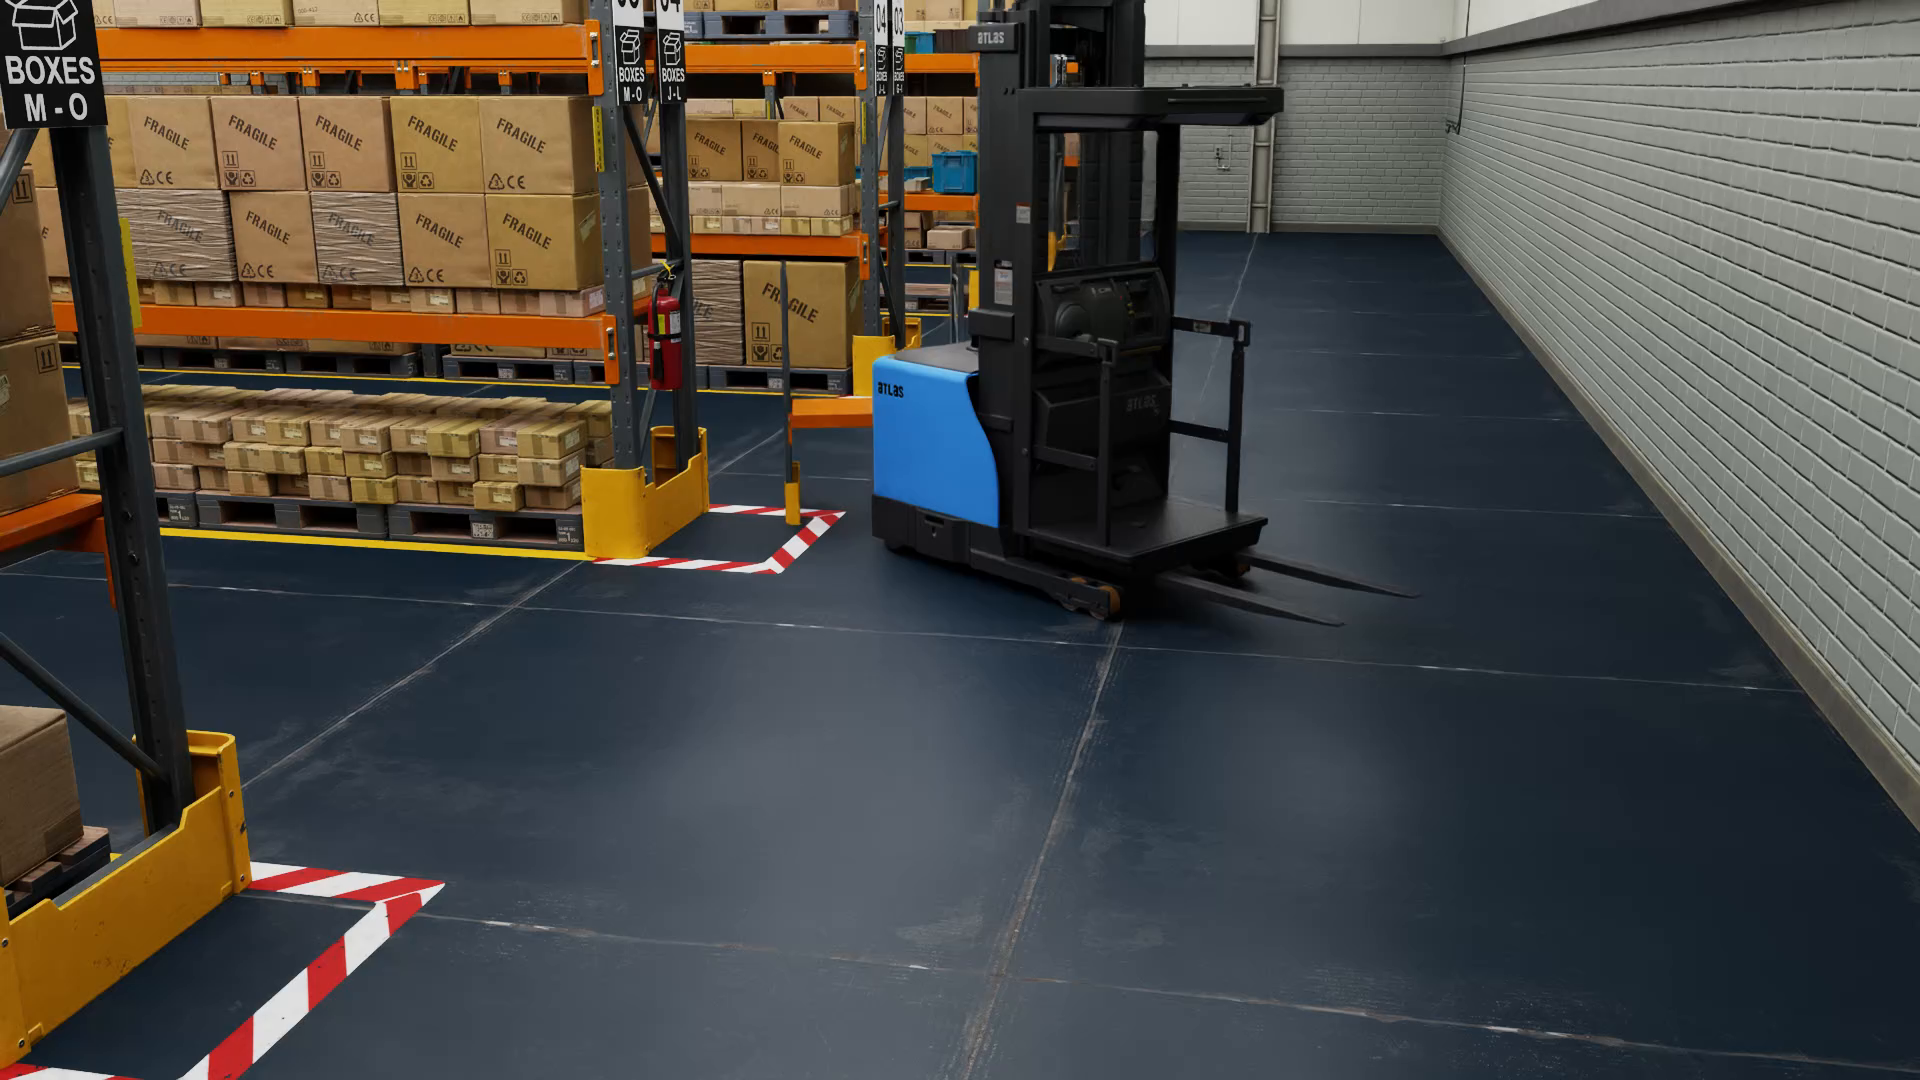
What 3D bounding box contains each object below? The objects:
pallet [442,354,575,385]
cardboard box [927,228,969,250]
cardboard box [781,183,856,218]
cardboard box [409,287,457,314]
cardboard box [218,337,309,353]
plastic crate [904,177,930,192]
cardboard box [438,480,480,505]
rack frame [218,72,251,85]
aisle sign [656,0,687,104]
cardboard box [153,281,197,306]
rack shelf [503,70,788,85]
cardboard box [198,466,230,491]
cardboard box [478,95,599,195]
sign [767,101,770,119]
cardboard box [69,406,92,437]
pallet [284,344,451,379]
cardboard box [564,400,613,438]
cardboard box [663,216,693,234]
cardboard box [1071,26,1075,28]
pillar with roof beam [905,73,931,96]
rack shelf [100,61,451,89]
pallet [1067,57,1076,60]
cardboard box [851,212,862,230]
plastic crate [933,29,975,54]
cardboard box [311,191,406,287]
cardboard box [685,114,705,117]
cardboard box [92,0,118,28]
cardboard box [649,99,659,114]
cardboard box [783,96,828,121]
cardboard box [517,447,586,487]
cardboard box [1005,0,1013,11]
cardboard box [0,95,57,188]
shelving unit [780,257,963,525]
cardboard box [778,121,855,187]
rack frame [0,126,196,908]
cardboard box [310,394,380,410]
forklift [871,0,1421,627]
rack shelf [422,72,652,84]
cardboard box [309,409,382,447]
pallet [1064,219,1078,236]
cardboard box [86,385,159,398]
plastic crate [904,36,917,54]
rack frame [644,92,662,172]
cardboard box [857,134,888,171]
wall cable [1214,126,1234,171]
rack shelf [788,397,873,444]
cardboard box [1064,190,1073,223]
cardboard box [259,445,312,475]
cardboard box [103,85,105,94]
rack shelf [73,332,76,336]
[{"bbox_3d":[-3.830,-1.594,14.850,1.213,0.211,1.003,3,16,11],"label":"pallet"},{"bbox_3d":[-0.169,-4.287,23.675,0.500,0.250,0.500,3,16,11],"label":"cardboard box"},{"bbox_3d":[-1.168,-2.813,13.753,0.500,0.250,0.500,3,16,10],"label":"cardboard box"},{"bbox_3d":[-2.843,-1.356,9.239,0.250,0.149,0.380,4,16,13],"label":"cardboard box"},{"bbox_3d":[-6.067,-2.253,15.201,0.875,0.875,1.225,3,16,9],"label":"cardboard box"},{"bbox_3d":[-0.488,-3.979,18.620,0.243,0.136,0.396,3,16,11],"label":"plastic crate"},{"bbox_3d":[-2.799,-0.319,9.580,0.250,0.149,0.380,3,16,11],"label":"cardboard box"},{"bbox_3d":[-13.358,-7.524,31.036,0.127,3.000,1.000,3,16,11],"label":"rack frame"},{"bbox_3d":[-1.596,-2.821,9.187,0.004,0.787,0.394,3,16,11],"label":"aisle sign"},{"bbox_3d":[-4.396,-1.443,9.554,0.250,0.149,0.380,3,16,12],"label":"cardboard box"},{"bbox_3d":[-4.542,-6.795,24.132,4.000,0.370,1.077,3,16,11],"label":"rack shelf"},{"bbox_3d":[-4.310,-0.412,9.915,0.250,0.149,0.380,2,16,9],"label":"cardboard box"},{"bbox_3d":[-2.225,-2.126,8.932,0.500,0.500,0.500,3,16,10],"label":"cardboard box"},{"bbox_3d":[-2.689,-6.002,23.373,0.005,0.325,0.100,3,16,11],"label":"sign"},{"bbox_3d":[-5.093,-0.719,9.908,0.250,0.149,0.380,4,16,14],"label":"cardboard box"},{"bbox_3d":[-5.331,-1.676,15.147,1.213,0.211,1.003,3,16,11],"label":"pallet"},{"bbox_3d":[-2.173,-0.726,9.932,0.250,0.149,0.380,2,16,9],"label":"cardboard box"},{"bbox_3d":[-2.310,-2.665,13.965,0.250,0.149,0.380,3,16,11],"label":"cardboard box"},{"bbox_3d":[1.654,-8.760,27.782,0.500,0.500,0.500,2,16,9],"label":"cardboard box"},{"bbox_3d":[-1.598,-8.840,24.548,0.400,9.000,9.100,3,16,11],"label":"pillar with roof beam"},{"bbox_3d":[-6.520,-4.204,14.778,4.000,0.370,1.077,3,16,11],"label":"rack shelf"},{"bbox_3d":[1.592,-8.113,27.707,1.213,0.211,1.003,3,16,11],"label":"pallet"},{"bbox_3d":[-0.922,-2.770,14.343,0.250,0.149,0.380,3,16,12],"label":"cardboard box"},{"bbox_3d":[0.025,-5.557,18.562,0.590,0.269,0.497,3,16,11],"label":"plastic crate"},{"bbox_3d":[-3.222,-1.695,9.248,0.500,0.500,0.500,3,16,11],"label":"cardboard box"},{"bbox_3d":[-4.582,-7.177,29.000,0.500,0.500,0.500,4,16,13],"label":"cardboard box"},{"bbox_3d":[-4.753,-2.962,9.227,0.500,0.250,0.500,3,16,10],"label":"cardboard box"},{"bbox_3d":[-5.097,-7.568,29.008,0.500,0.250,0.500,3,16,12],"label":"cardboard box"},{"bbox_3d":[-2.176,-6.021,23.550,0.500,0.500,0.500,4,16,13],"label":"cardboard box"},{"bbox_3d":[-2.302,-0.419,9.382,0.250,0.149,0.380,3,16,10],"label":"cardboard box"},{"bbox_3d":[0.831,-7.376,22.821,0.500,0.500,0.700,3,16,11],"label":"cardboard box"},{"bbox_3d":[-5.254,-2.292,9.530,0.500,0.500,0.500,3,16,12],"label":"cardboard box"},{"bbox_3d":[-0.516,-0.903,9.942,1.083,1.500,0.587,-1,16,-5],"label":"shelving unit"},{"bbox_3d":[-1.170,-3.175,13.656,0.500,0.500,0.500,3,16,12],"label":"cardboard box"},{"bbox_3d":[-2.615,-0.193,4.571,0.127,3.000,1.000,3,16,11],"label":"rack frame"},{"bbox_3d":[-3.732,-0.779,10.124,0.250,0.149,0.380,3,16,11],"label":"cardboard box"},{"bbox_3d":[0.875,-1.179,8.259,1.130,2.935,3.031,-14,21,-41],"label":"forklift"},{"bbox_3d":[-7.478,-8.304,29.579,4.000,0.370,1.077,3,16,11],"label":"rack shelf"},{"bbox_3d":[-3.562,-0.653,9.669,0.250,0.149,0.380,3,16,9],"label":"cardboard box"},{"bbox_3d":[1.522,-5.351,28.415,1.213,0.211,1.003,3,16,11],"label":"pallet"},{"bbox_3d":[-5.247,-0.871,10.456,0.250,0.149,0.380,4,16,13],"label":"cardboard box"},{"bbox_3d":[-0.676,-5.403,18.155,0.336,0.188,0.450,3,16,11],"label":"plastic crate"},{"bbox_3d":[-3.573,-4.294,19.376,0.127,3.000,1.000,3,16,11],"label":"rack frame"},{"bbox_3d":[-1.145,-5.486,23.491,0.500,0.500,0.500,3,16,11],"label":"cardboard box"},{"bbox_3d":[3.764,-7.342,28.475,1.851,1.984,0.084,3,16,11],"label":"wall cable"},{"bbox_3d":[-0.525,-0.729,9.989,1.000,0.185,0.538,-1,16,-5],"label":"rack shelf"},{"bbox_3d":[1.615,-5.682,28.281,0.500,0.500,0.700,3,16,11],"label":"cardboard box"},{"bbox_3d":[-3.844,-0.496,9.661,0.250,0.149,0.380,3,16,12],"label":"cardboard box"},{"bbox_3d":[-13.318,-6.844,25.963,0.500,0.500,0.700,3,16,10],"label":"cardboard box"},{"bbox_3d":[-7.607,-1.466,10.514,4.000,0.370,1.077,3,16,11],"label":"rack shelf"}]
